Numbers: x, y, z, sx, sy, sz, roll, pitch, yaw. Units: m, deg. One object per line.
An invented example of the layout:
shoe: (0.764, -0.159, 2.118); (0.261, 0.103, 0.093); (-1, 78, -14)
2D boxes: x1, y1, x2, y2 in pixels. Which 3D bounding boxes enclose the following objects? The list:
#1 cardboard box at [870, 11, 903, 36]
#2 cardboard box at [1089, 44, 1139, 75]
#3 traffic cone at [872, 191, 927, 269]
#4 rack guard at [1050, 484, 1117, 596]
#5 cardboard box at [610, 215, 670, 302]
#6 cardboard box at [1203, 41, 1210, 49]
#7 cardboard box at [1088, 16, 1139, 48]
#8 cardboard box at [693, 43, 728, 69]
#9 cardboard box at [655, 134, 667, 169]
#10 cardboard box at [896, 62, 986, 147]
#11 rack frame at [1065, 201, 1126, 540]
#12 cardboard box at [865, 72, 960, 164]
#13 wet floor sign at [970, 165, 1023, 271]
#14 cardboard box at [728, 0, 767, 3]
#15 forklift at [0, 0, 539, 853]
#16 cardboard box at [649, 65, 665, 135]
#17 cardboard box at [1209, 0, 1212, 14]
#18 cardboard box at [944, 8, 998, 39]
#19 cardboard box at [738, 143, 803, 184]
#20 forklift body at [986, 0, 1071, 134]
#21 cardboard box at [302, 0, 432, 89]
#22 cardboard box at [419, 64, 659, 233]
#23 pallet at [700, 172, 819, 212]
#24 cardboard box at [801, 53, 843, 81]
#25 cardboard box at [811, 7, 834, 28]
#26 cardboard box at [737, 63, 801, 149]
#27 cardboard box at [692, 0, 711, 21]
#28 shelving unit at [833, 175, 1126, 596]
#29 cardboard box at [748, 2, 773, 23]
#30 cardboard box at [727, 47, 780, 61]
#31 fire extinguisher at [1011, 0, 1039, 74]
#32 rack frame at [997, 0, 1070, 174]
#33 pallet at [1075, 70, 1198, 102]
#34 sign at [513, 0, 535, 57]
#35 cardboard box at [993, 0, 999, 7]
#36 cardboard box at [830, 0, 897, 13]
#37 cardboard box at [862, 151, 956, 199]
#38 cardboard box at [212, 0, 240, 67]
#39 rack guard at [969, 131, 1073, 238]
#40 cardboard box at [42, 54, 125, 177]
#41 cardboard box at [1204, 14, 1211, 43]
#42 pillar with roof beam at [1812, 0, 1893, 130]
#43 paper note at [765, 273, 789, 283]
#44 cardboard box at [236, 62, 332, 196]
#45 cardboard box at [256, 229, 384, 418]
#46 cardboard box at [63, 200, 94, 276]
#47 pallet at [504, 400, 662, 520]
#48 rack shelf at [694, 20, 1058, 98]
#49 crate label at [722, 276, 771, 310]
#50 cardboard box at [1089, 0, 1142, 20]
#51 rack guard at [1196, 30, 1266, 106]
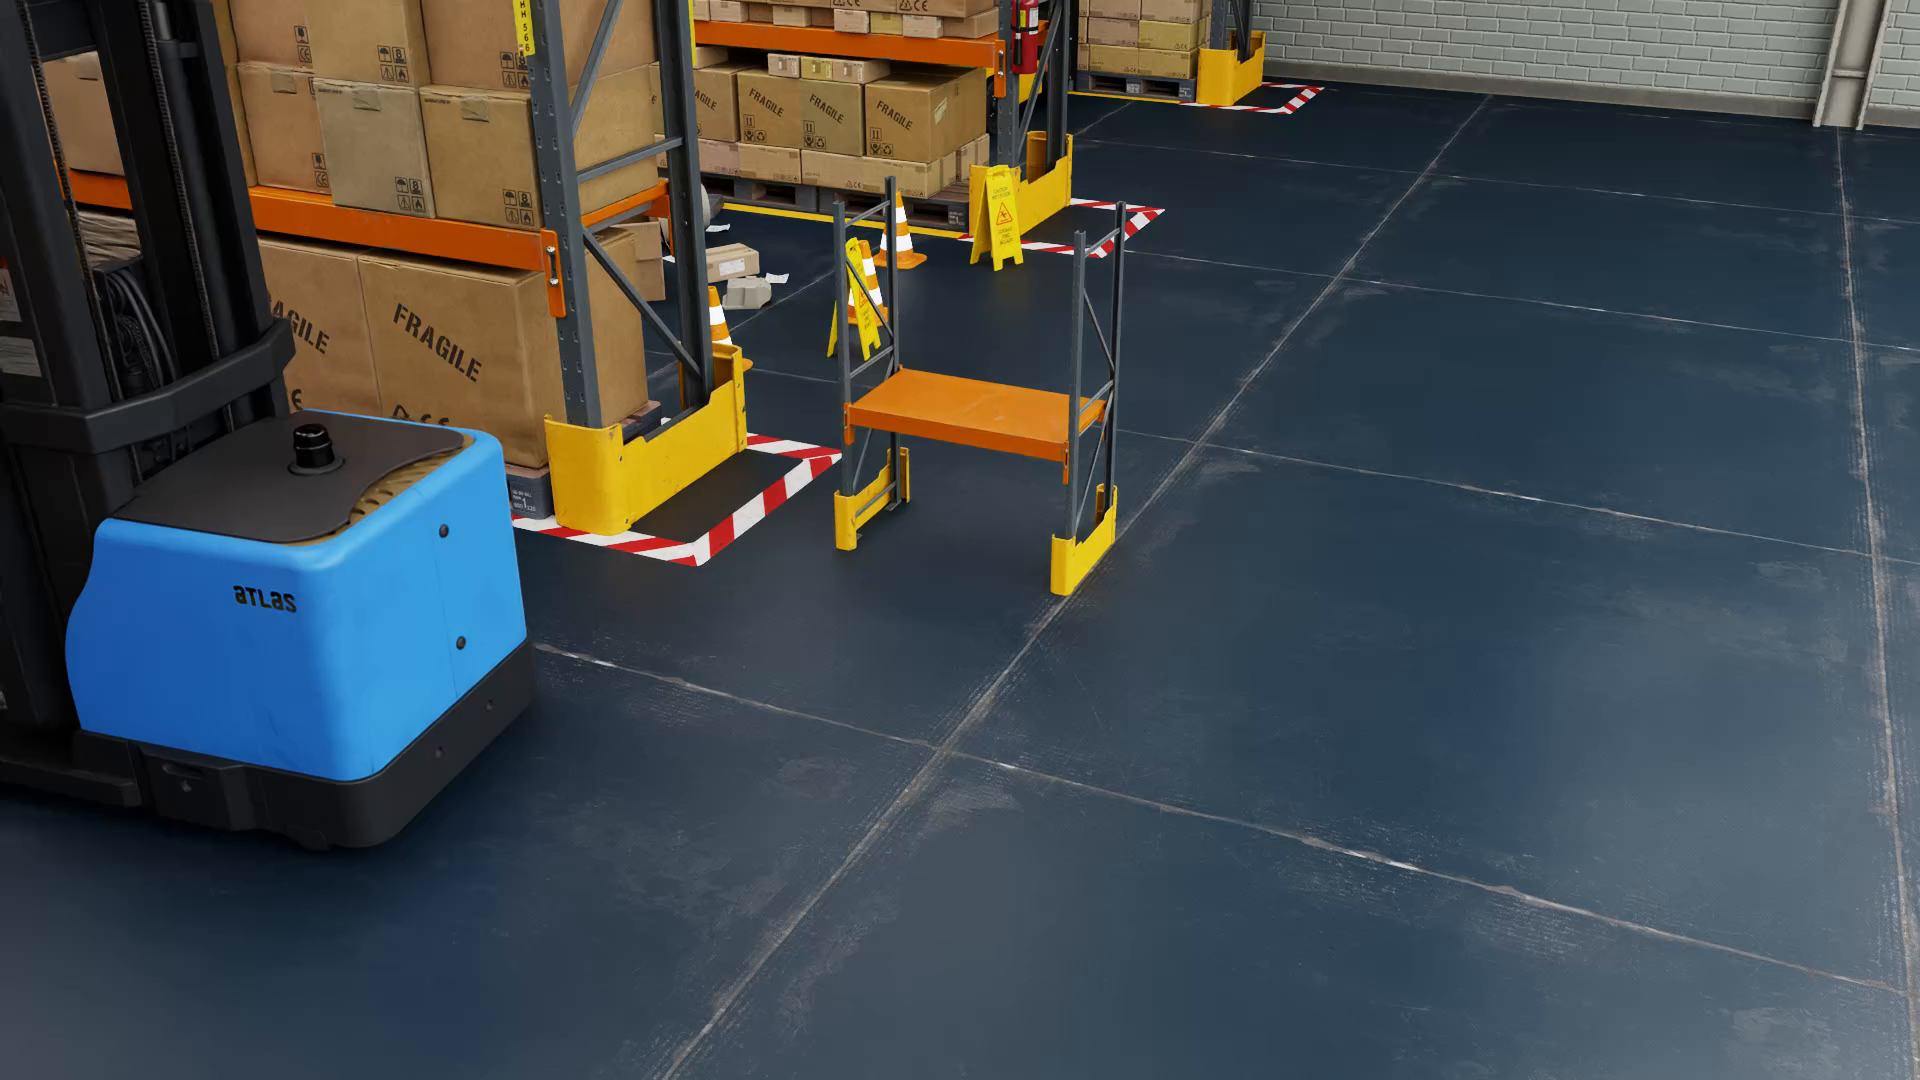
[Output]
cardboard box: (-0.420, -3.560, 11.370); (0.250, 0.149, 0.380); (11, 28, 21)
cardboard box: (1.554, -4.638, 15.912); (0.500, 0.250, 0.500); (11, 28, 22)
traffic cone: (-0.415, -2.055, 10.900); (0.334, 0.463, 0.336); (11, 28, 22)
rack guard: (0.523, -0.007, 6.982); (0.087, 0.250, 0.587); (11, 28, 22)
cardboard box: (-2.137, -1.816, 10.370); (0.637, 0.503, 0.797); (-7, 27, -14)
cardboard box: (2.195, -4.753, 16.146); (0.500, 0.250, 0.500); (11, 28, 22)
cardboard box: (1.537, -4.868, 15.814); (0.500, 0.250, 0.500); (11, 28, 21)
cardboard box: (-1.902, -3.542, 12.103); (0.250, 0.149, 0.380); (13, 29, 25)
cardboard box: (-2.215, -3.010, 12.605); (0.500, 0.250, 0.500); (13, 29, 25)
cardboard box: (-0.131, -3.187, 12.116); (0.500, 0.500, 0.500); (10, 28, 20)
rack frame: (0.540, -0.564, 6.698); (0.032, 1.500, 0.500); (11, 28, 22)
cardboard box: (-0.327, -2.966, 11.667); (0.500, 0.500, 0.500); (12, 28, 22)
wet floor sign: (0.240, -2.112, 10.809); (0.232, 0.644, 0.267); (23, 35, 39)
cardboard box: (-1.459, -4.087, 11.704); (0.500, 0.500, 0.500); (12, 29, 22)
forklift: (-3.086, -0.705, 5.363); (3.031, 2.935, 1.130); (8, 27, 16)
cardboard box: (-2.213, -3.346, 12.439); (0.500, 0.500, 0.500); (13, 29, 24)
cardboard box: (2.202, -5.197, 15.916); (0.500, 0.250, 0.500); (11, 28, 21)
cardboard box: (0.081, -3.503, 11.253); (0.250, 0.149, 0.380); (12, 29, 24)
cardboard box: (-1.284, -2.819, 12.217); (0.500, 0.250, 0.500); (10, 28, 20)
forklift body: (0.080, -4.862, 14.691); (1.214, 2.155, 2.313); (11, 28, 22)
cardboard box: (-2.307, -2.323, 7.180); (0.550, 0.550, 0.875); (11, 28, 22)
cardboard box: (-1.803, -1.741, 7.221); (0.550, 0.550, 0.875); (11, 28, 22)
pallet: (-1.390, -2.783, 12.663); (1.213, 0.211, 1.003); (11, 28, 22)
cardboard box: (-0.916, -3.345, 11.701); (0.250, 0.149, 0.380); (12, 29, 23)
cardboard box: (-0.842, -3.698, 11.650); (0.250, 0.149, 0.380); (12, 29, 23)
cardboard box: (-1.260, -3.155, 12.051); (0.500, 0.500, 0.500); (11, 28, 21)
cardboard box: (-1.816, -3.828, 11.913); (0.250, 0.149, 0.380); (12, 28, 22)
shelving unit: (0.069, -0.659, 6.890); (1.083, 1.500, 0.587); (11, 28, 22)
cardboard box: (-1.302, -3.790, 11.837); (0.250, 0.149, 0.380); (11, 28, 22)
cardboard box: (-1.553, -3.470, 12.692); (0.500, 0.500, 0.500); (13, 29, 24)
fire extinguisher: (0.424, -3.392, 10.832); (0.183, 0.674, 0.296); (11, 28, 22)
rack frame: (0.510, -3.633, 11.234); (0.127, 3.000, 1.000); (11, 28, 22)
pallet: (1.848, -4.502, 16.155); (1.213, 0.211, 1.003); (11, 28, 22)
sign: (-1.684, -2.035, 6.407); (0.005, 0.325, 0.100); (11, 28, 22)
cardboard box: (0.194, -4.010, 11.548); (0.500, 0.500, 0.500); (11, 28, 21)
cardboard box: (-0.552, -3.893, 11.312); (0.500, 0.500, 0.500); (11, 28, 22)
cardboard box: (-0.359, -2.632, 11.838); (0.500, 0.250, 0.500); (11, 28, 22)
cardboard box: (-3.297, -2.525, 7.590); (0.500, 0.550, 0.875); (11, 28, 22)
rack guard: (0.441, -2.526, 11.814); (0.348, 0.500, 1.175); (11, 28, 22)
cardboard box: (-3.794, -2.123, 7.996); (0.550, 0.550, 0.875); (11, 28, 22)
cardboard box: (2.220, -4.978, 16.037); (0.500, 0.250, 0.500); (12, 29, 23)
pillar with roof beam: (5.981, -5.983, 9.214); (0.400, 9.000, 9.100); (11, 28, 22)
paper note: (-1.174, -1.674, 10.615); (0.142, 0.019, 0.148); (2, 26, 4)
cardboard box: (-2.771, -1.986, 7.718); (0.550, 0.550, 0.875); (11, 28, 22)
cardboard box: (-2.893, -1.117, 8.053); (0.875, 0.875, 0.875); (11, 28, 21)
cardboard box: (-4.544, -1.448, 8.725); (0.875, 0.875, 0.875); (12, 29, 23)
pallet: (-2.207, -0.488, 8.003); (1.213, 0.211, 1.003); (11, 28, 22)
rack shelf: (-1.310, -3.676, 12.135); (4.000, 0.370, 1.077); (11, 28, 22)
crate label: (-1.306, -1.519, 10.181); (0.298, 0.136, 0.250); (-2, 26, -5)
cardboard box: (1.546, -5.083, 15.684); (0.500, 0.250, 0.500); (12, 29, 23)
rack guard: (2.584, -4.504, 15.832); (0.348, 0.500, 1.175); (11, 28, 22)
